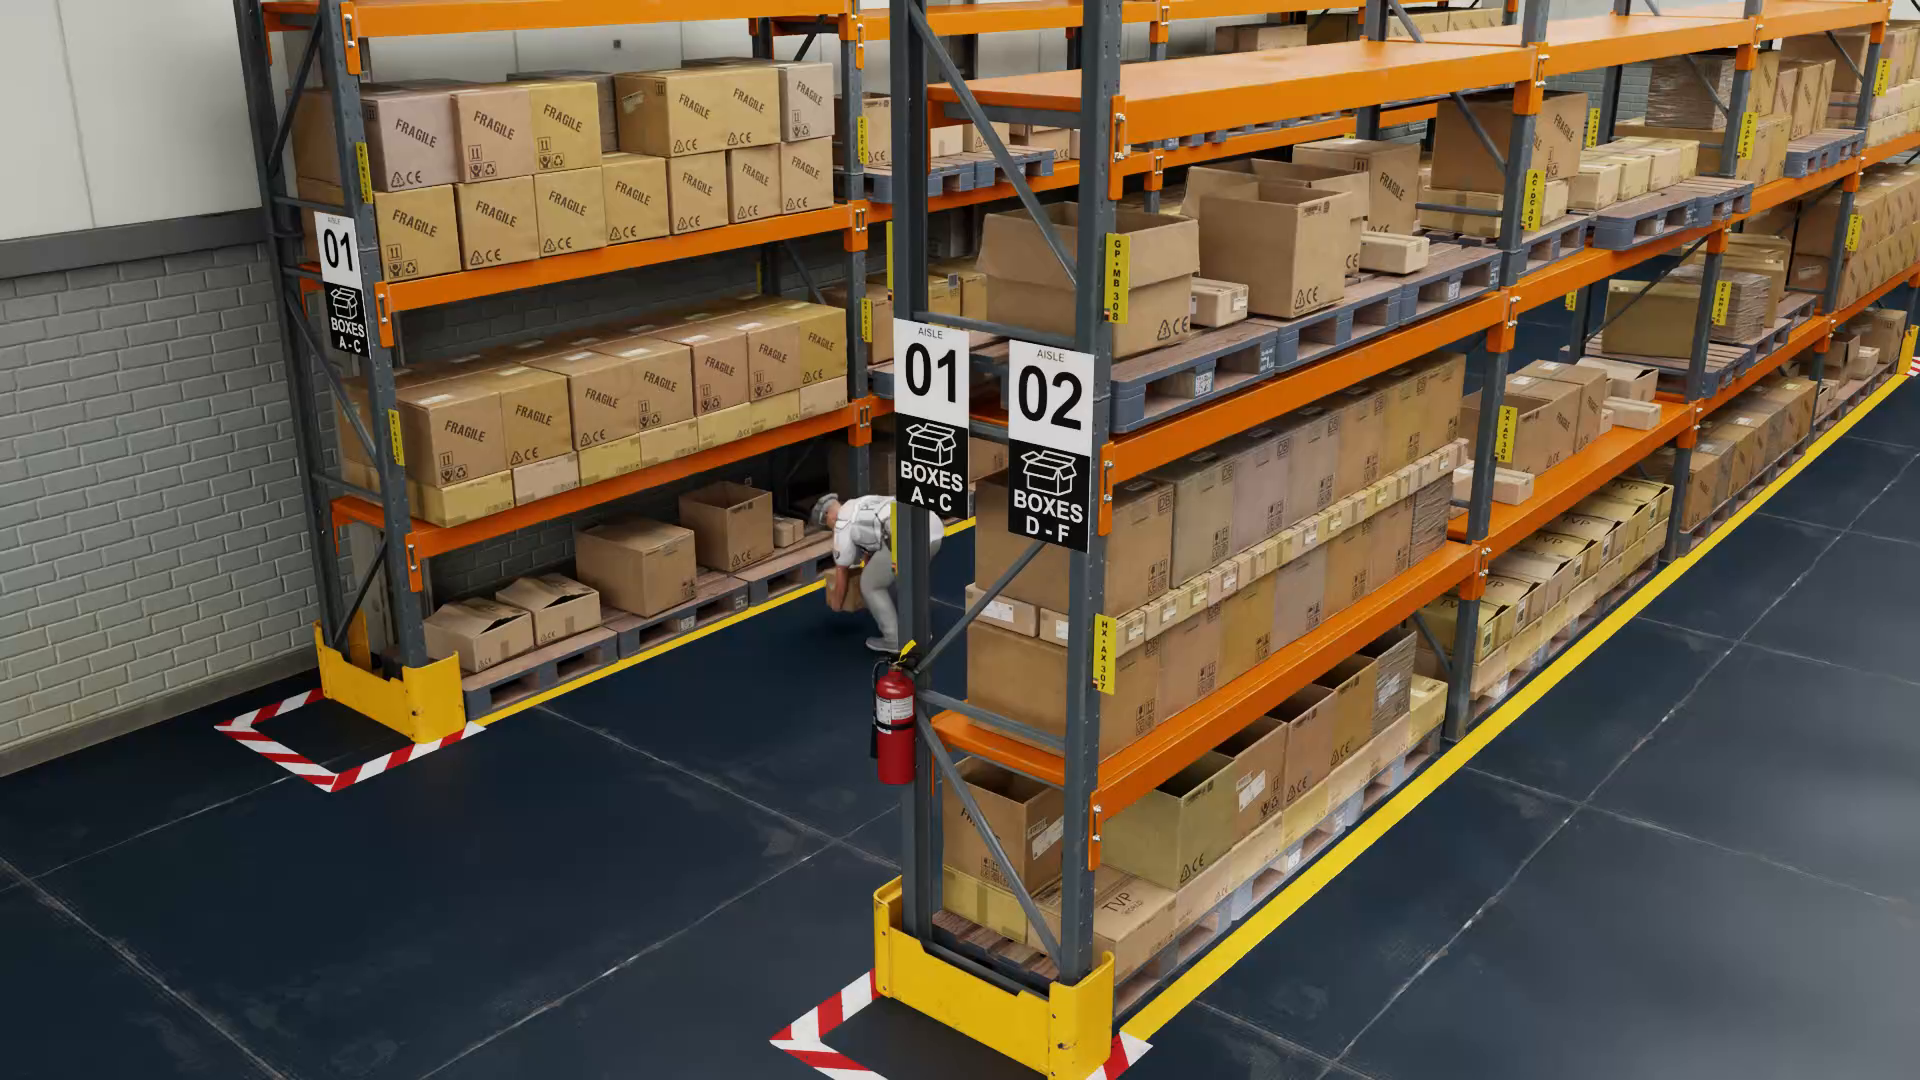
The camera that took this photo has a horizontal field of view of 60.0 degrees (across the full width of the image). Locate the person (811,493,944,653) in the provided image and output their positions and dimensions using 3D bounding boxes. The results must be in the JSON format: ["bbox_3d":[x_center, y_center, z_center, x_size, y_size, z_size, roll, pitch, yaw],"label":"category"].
[{"bbox_3d":[-0.592,0.180,11.571,1.042,1.069,0.516,14,25,34],"label":"person"}]
